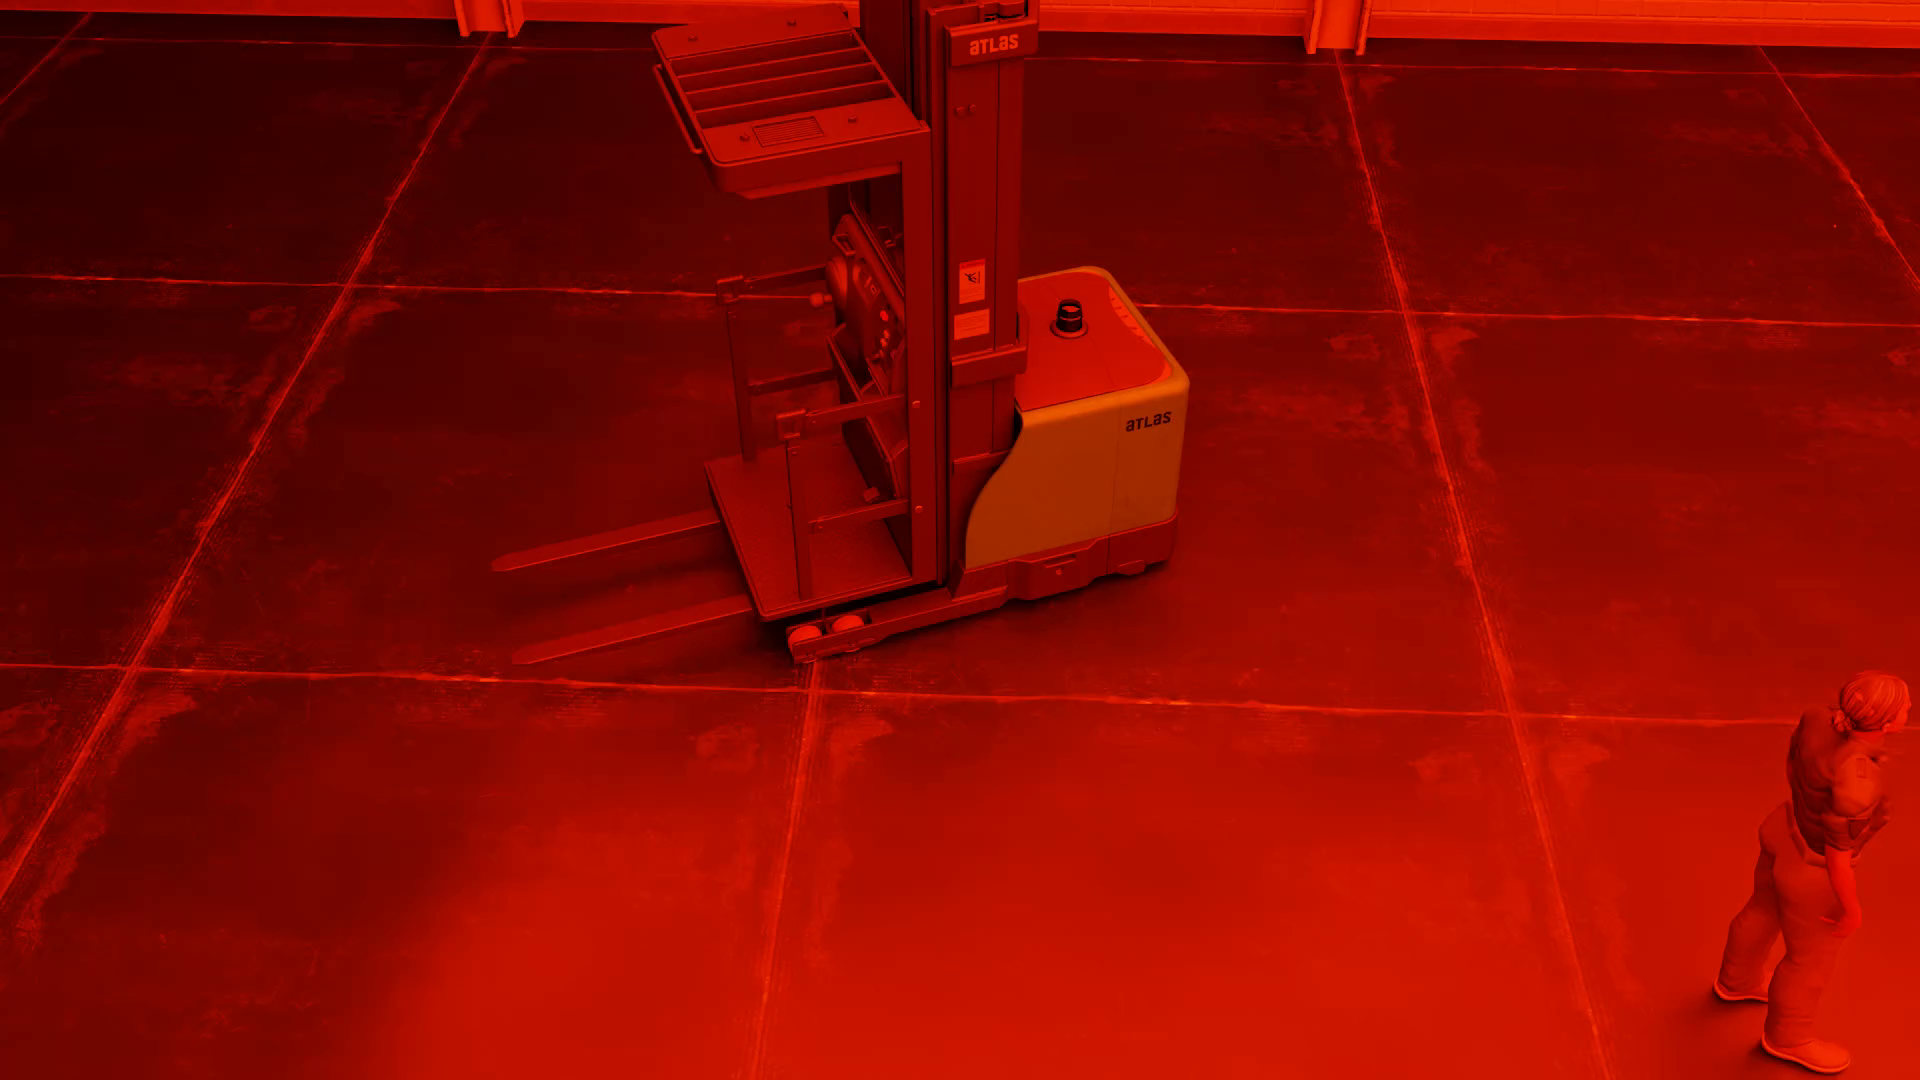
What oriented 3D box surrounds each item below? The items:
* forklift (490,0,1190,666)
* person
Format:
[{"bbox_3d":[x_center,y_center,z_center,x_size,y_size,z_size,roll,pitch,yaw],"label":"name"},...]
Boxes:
[{"bbox_3d":[-0.573,-0.945,6.778,3.031,2.935,1.130,-13,44,-14],"label":"forklift"},{"bbox_3d":[2.904,1.069,5.508,0.504,1.655,0.570,3,42,3],"label":"person"}]
